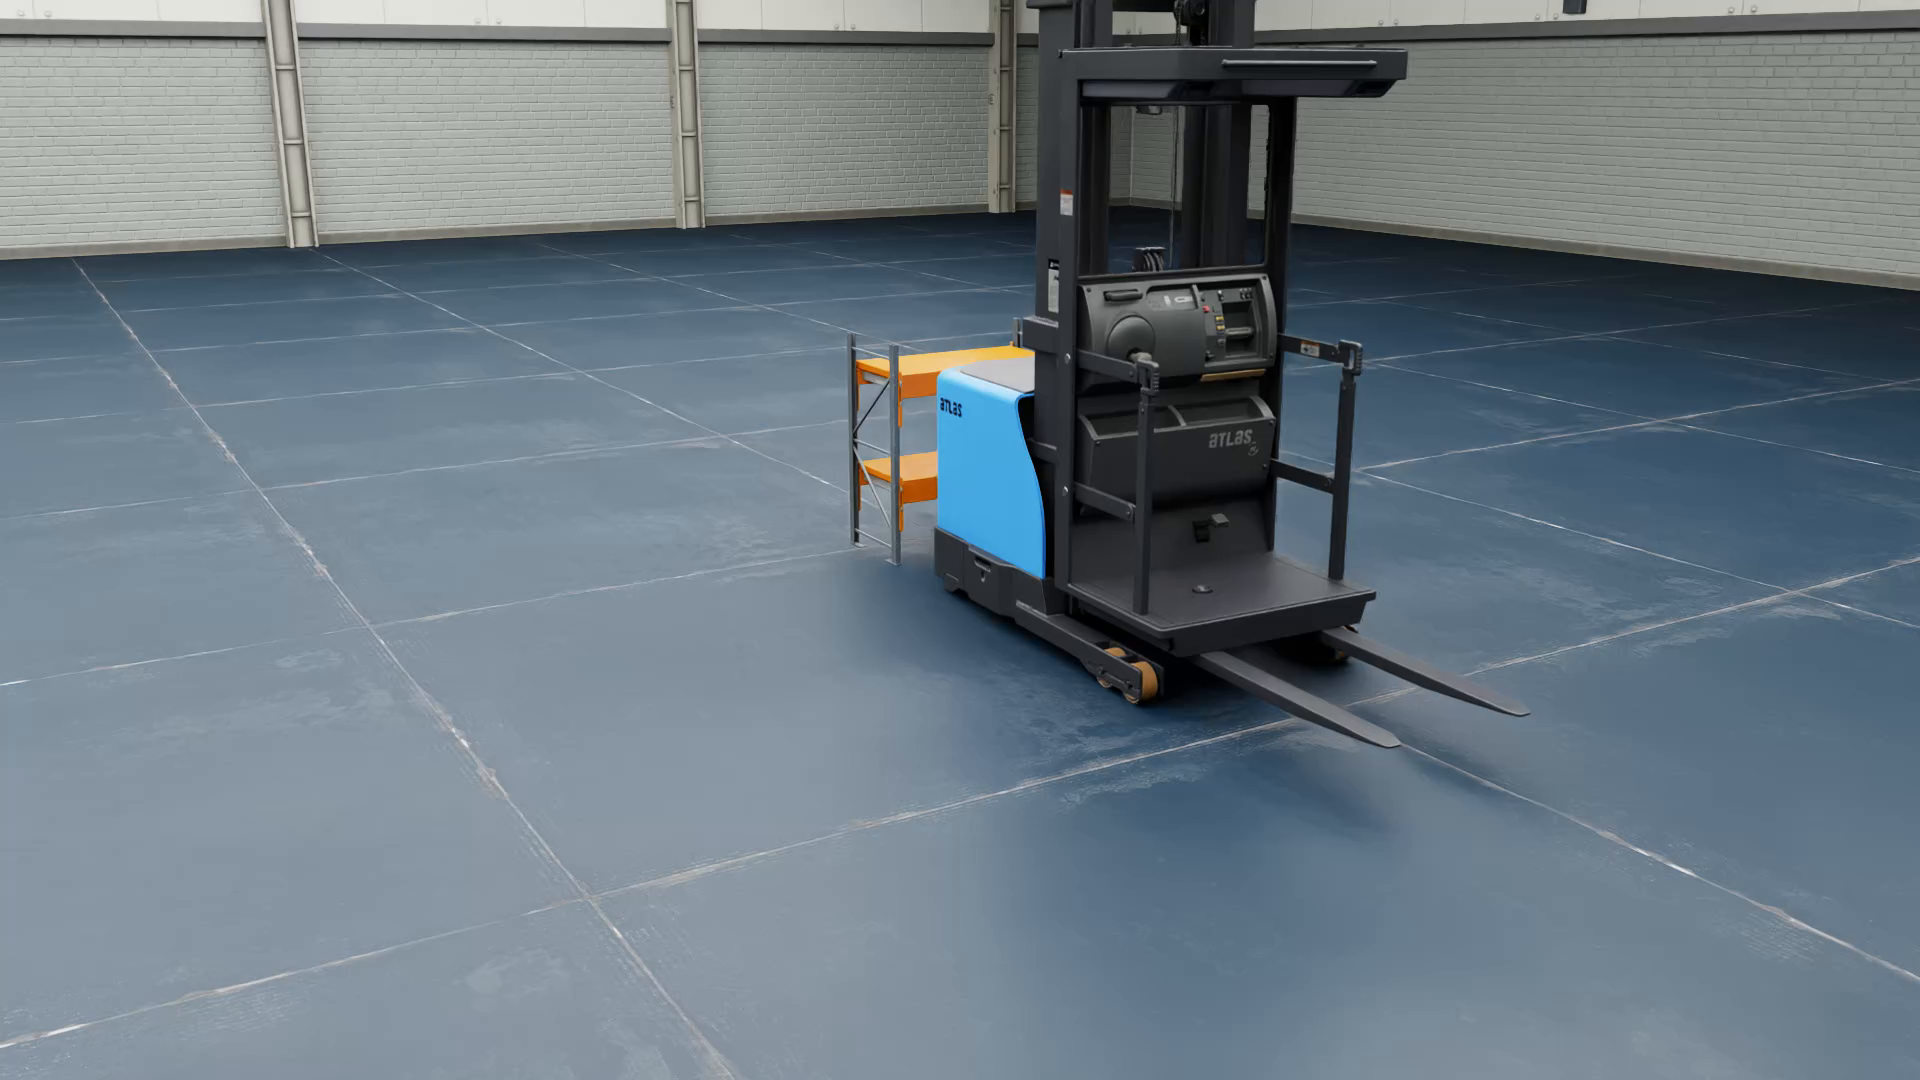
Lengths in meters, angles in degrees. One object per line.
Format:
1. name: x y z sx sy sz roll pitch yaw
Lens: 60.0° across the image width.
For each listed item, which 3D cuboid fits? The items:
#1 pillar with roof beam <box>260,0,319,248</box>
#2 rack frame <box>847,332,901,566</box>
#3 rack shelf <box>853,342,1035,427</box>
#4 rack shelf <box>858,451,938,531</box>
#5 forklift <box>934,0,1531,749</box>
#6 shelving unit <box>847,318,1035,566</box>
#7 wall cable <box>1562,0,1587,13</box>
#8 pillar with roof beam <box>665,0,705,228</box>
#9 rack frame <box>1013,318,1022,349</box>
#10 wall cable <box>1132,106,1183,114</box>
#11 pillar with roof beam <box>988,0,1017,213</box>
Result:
1. pillar with roof beam: -7.316 -7.601 19.355 0.400 9.000 9.100 -9 18 -30
2. rack frame: -0.442 -0.470 8.503 0.032 1.125 0.500 -9 18 -30
3. rack shelf: -0.006 -0.823 8.676 1.000 0.278 0.538 -9 18 -30
4. rack shelf: -0.006 -0.305 8.821 1.000 0.278 0.538 -9 18 -30
5. forklift: 1.018 -0.901 6.694 1.130 2.935 3.031 -8 18 -27
6. shelving unit: -0.006 -0.541 8.755 1.048 1.125 0.538 -9 18 -30
7. wall cable: 8.835 -9.808 20.926 0.169 6.003 2.305 -9 18 -30
8. pillar with roof beam: -2.173 -8.435 22.330 0.400 9.000 9.100 -9 18 -30
9. rack frame: 0.430 -0.611 9.007 0.032 1.125 0.500 -9 18 -30
10. wall cable: 3.959 -8.874 29.647 0.112 2.526 3.097 -9 18 -30
11. pillar with roof beam: 2.970 -9.269 25.305 0.400 9.000 9.100 -9 18 -30
